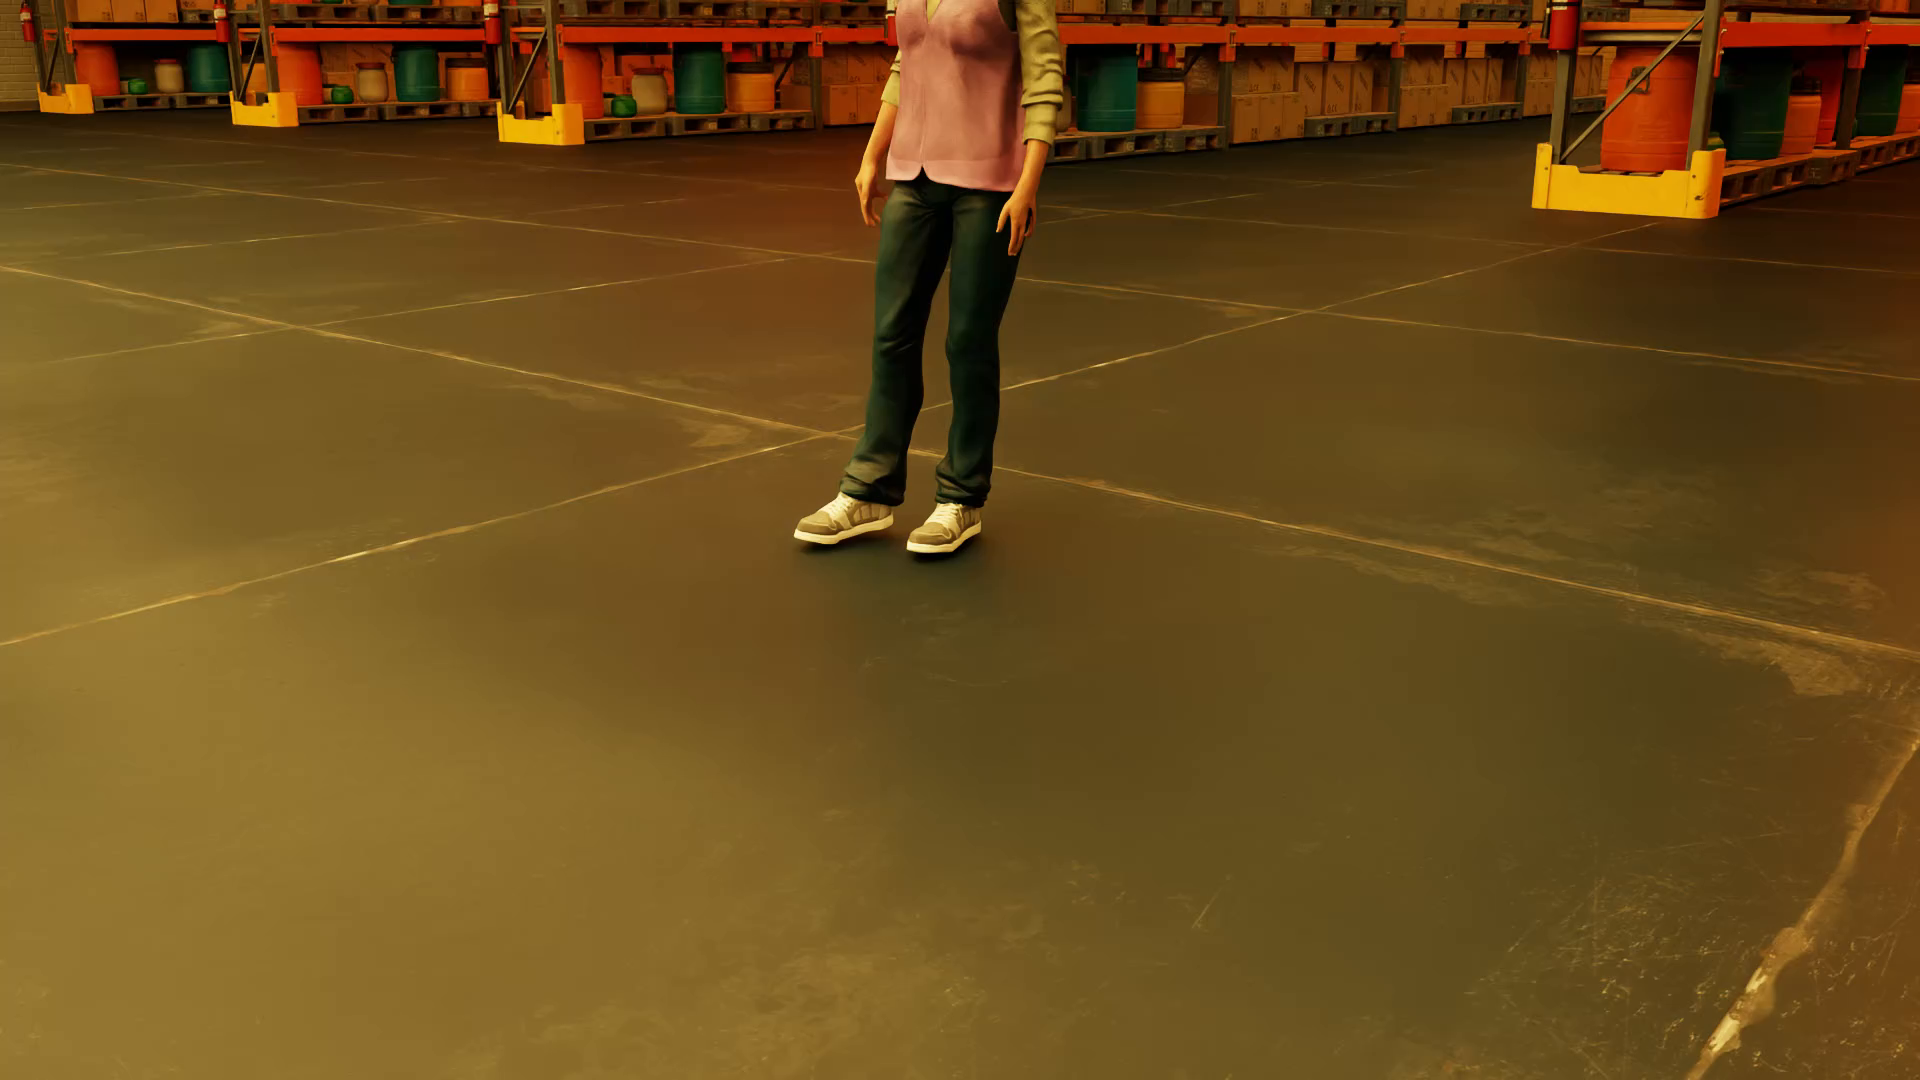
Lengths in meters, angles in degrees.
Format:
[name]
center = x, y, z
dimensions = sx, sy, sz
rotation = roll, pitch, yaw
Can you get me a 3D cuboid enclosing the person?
[person]
center = -0.058, -0.756, 3.661
dimensions = 0.521, 1.599, 0.473
rotation = 13, 21, 37
